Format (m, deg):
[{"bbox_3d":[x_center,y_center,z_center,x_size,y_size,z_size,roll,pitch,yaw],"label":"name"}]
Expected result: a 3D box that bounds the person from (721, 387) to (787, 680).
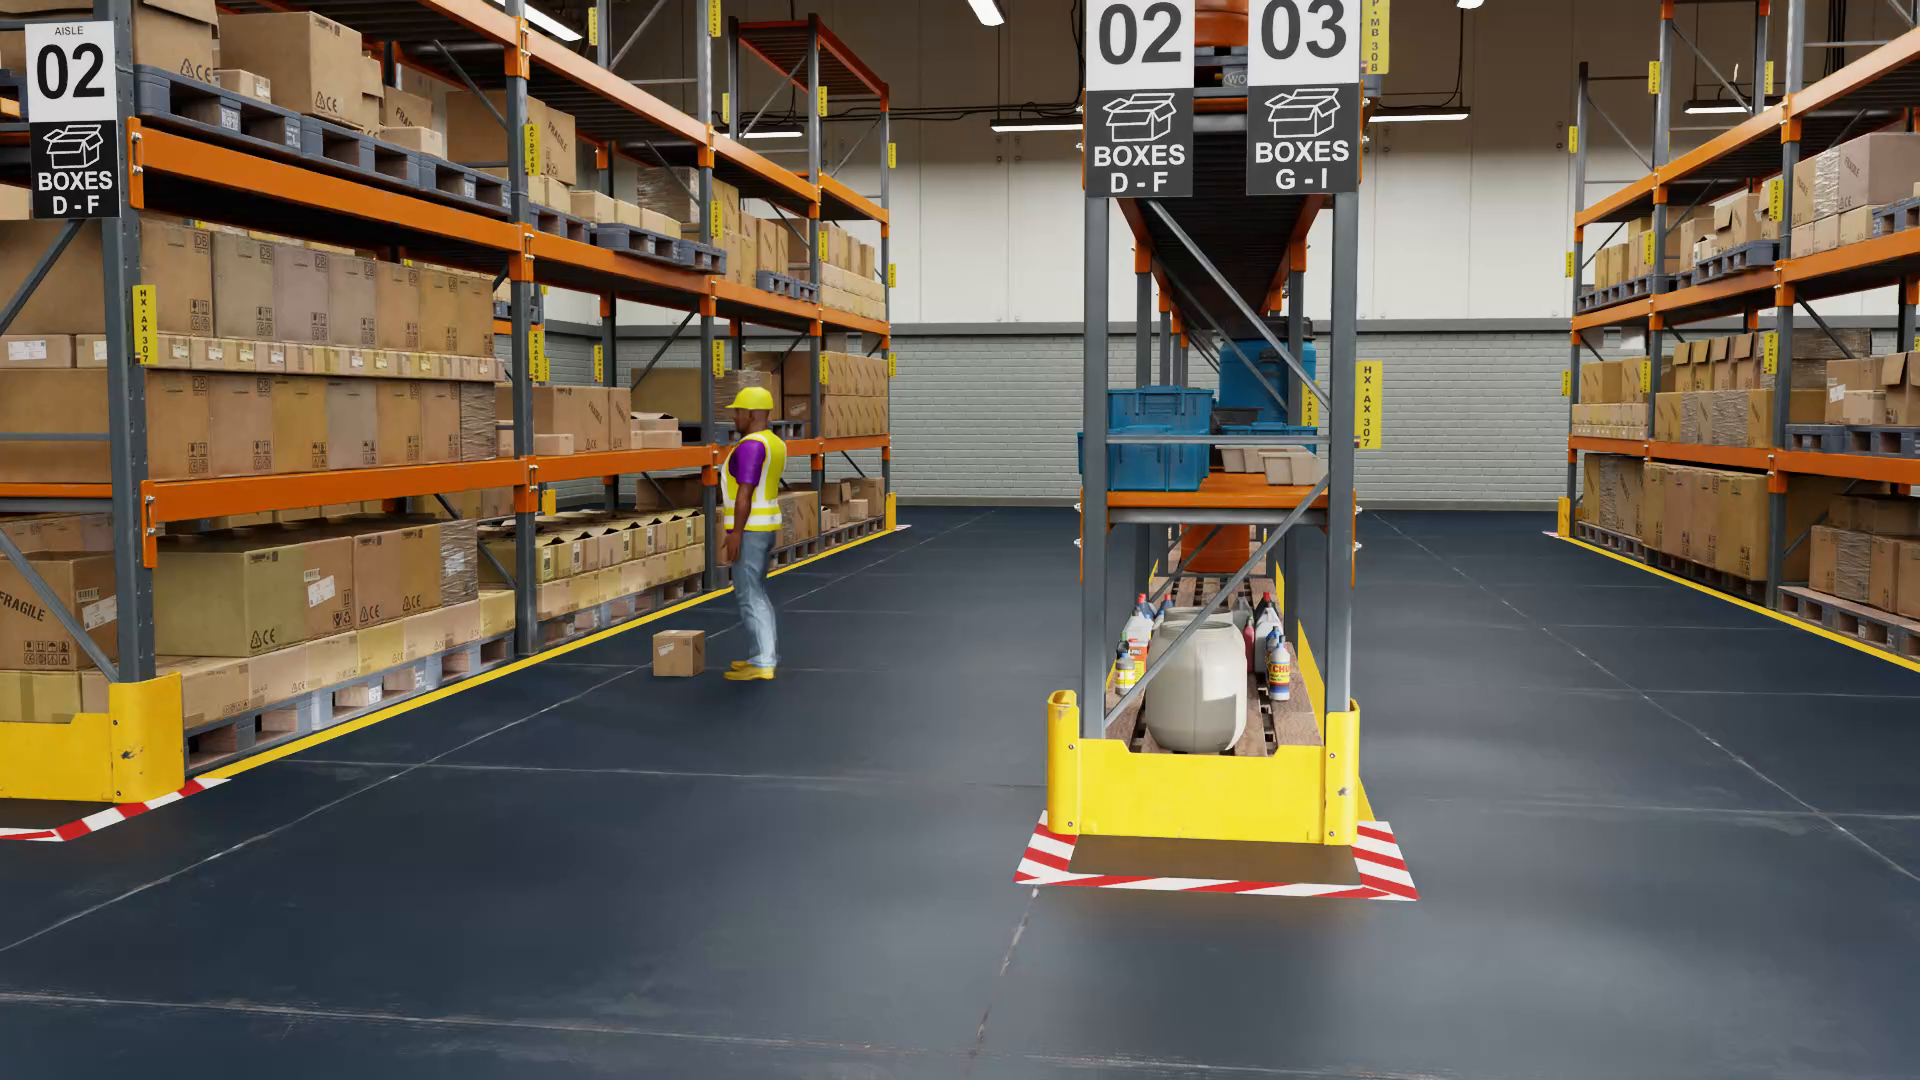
[{"bbox_3d":[-1.274,-0.043,10.135,0.373,1.771,0.565,1,5,10],"label":"person"}]
